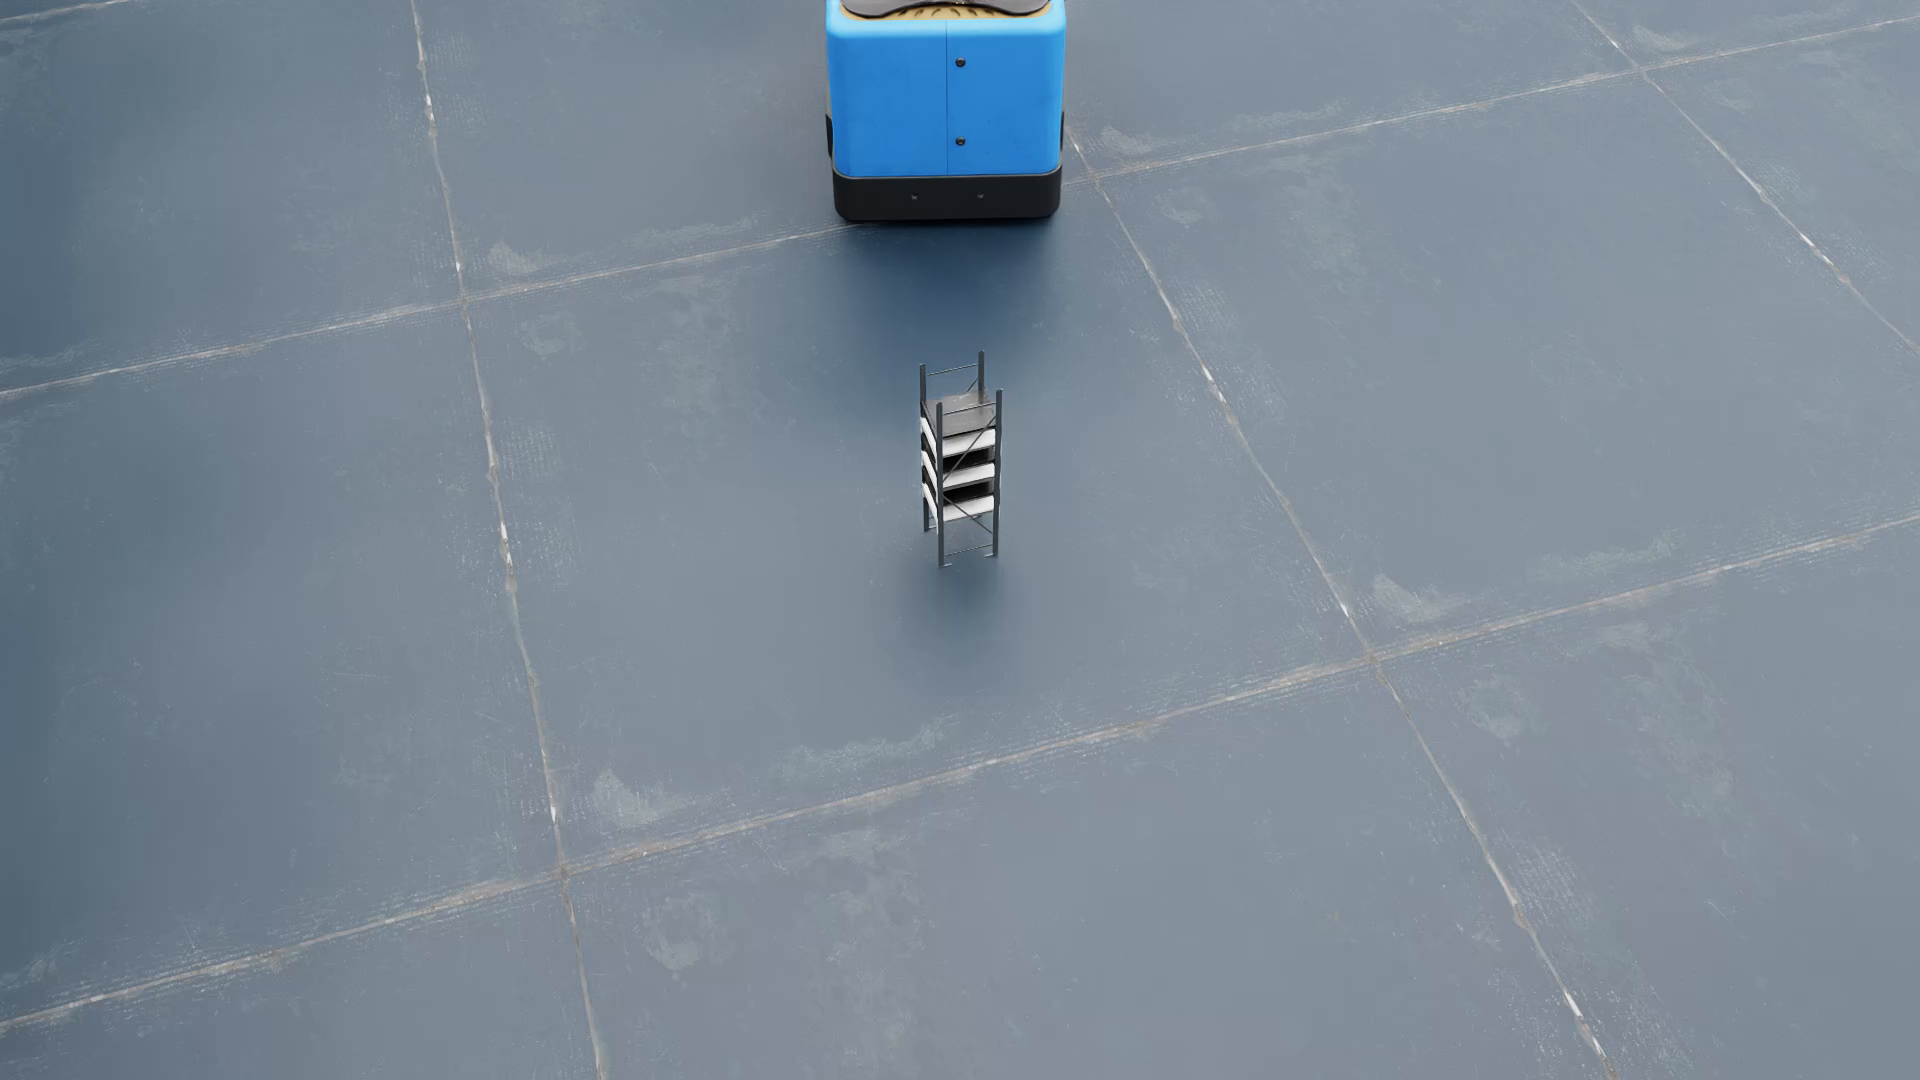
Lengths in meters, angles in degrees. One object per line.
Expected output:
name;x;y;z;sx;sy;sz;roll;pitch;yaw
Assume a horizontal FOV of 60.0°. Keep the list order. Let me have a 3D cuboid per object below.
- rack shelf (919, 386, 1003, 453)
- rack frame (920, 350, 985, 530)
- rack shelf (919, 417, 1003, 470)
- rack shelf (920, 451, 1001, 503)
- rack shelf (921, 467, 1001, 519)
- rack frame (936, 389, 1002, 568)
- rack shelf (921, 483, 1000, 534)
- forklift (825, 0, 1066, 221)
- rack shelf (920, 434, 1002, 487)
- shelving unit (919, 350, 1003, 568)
rack shelf;0.002;-0.437;6.010;0.258;0.077;0.200;-13;51;-11
rack frame;-0.028;-0.358;6.253;0.240;0.900;0.006;-13;51;-11
rack shelf;0.002;-0.379;6.078;0.258;0.077;0.200;-13;51;-11
rack shelf;0.002;-0.263;6.216;0.258;0.077;0.200;-13;51;-11
rack shelf;0.002;-0.205;6.285;0.258;0.077;0.200;-13;51;-11
rack frame;0.032;-0.210;6.128;0.240;0.900;0.006;-13;51;-11
rack shelf;0.002;-0.147;6.354;0.258;0.077;0.200;-13;51;-11
forklift;-0.100;-3.541;7.608;1.130;2.935;3.031;-1;50;-1
rack shelf;0.002;-0.321;6.147;0.258;0.077;0.200;-13;51;-11
shelving unit;0.002;-0.284;6.191;0.258;0.900;0.210;-13;51;-11
